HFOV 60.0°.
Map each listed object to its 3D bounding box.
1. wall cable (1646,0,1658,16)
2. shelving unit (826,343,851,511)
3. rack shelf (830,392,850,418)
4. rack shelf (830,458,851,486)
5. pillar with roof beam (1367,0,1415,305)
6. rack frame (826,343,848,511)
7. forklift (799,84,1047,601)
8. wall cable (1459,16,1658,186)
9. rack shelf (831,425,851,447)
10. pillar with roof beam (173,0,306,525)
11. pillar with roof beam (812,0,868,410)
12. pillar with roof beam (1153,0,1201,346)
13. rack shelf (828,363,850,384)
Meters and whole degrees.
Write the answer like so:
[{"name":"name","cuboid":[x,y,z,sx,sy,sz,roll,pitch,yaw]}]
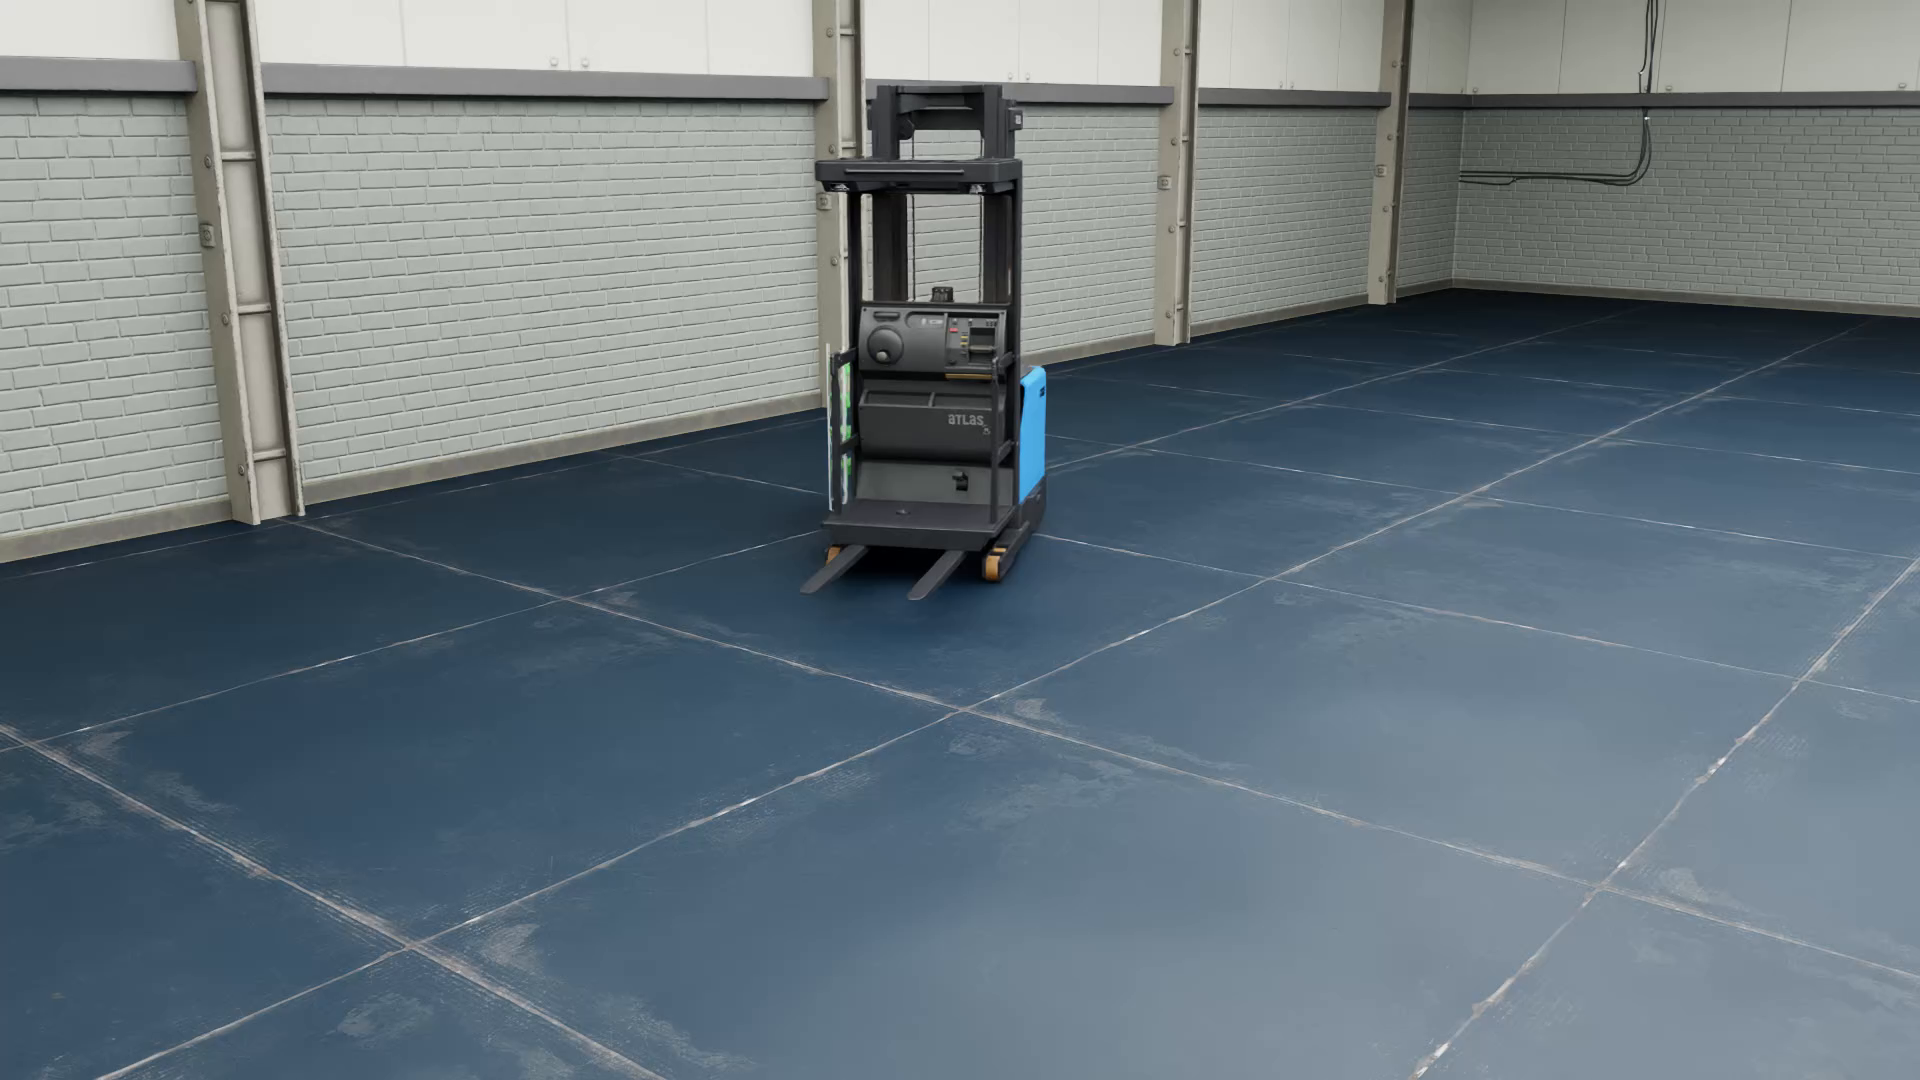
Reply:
[{"name":"wall cable","cuboid":[11.400,-8.858,23.765,3.097,2.526,0.112,11,18,38]},{"name":"shelving unit","cuboid":[-0.665,-0.808,11.868,0.503,1.200,0.258,-9,17,-33]},{"name":"rack shelf","cuboid":[-0.665,-0.979,11.825,0.480,0.148,0.258,-9,17,-33]},{"name":"rack shelf","cuboid":[-0.665,-0.514,11.943,0.480,0.148,0.258,-9,17,-33]},{"name":"pillar with roof beam","cuboid":[9.764,-7.308,21.614,9.100,9.000,0.400,11,18,38]},{"name":"rack frame","cuboid":[-0.868,-0.775,11.737,0.015,1.200,0.240,-9,17,-33]},{"name":"forklift","cuboid":[-0.216,-1.264,10.145,1.130,2.935,3.031,3,15,12]},{"name":"wall cable","cuboid":[9.296,-6.829,26.034,3.097,2.526,0.112,11,18,38]},{"name":"rack shelf","cuboid":[-0.665,-0.747,11.884,0.480,0.148,0.258,-9,17,-33]},{"name":"pillar with roof beam","cuboid":[-1.549,-3.861,8.045,9.100,9.000,0.400,11,18,38]},{"name":"pillar with roof beam","cuboid":[2.222,-5.010,12.568,9.100,9.000,0.400,11,18,38]},{"name":"pillar with roof beam","cuboid":[5.993,-6.159,17.091,9.100,9.000,0.400,11,18,38]},{"name":"rack shelf","cuboid":[-0.665,-1.212,11.766,0.480,0.148,0.258,-9,17,-33]}]
